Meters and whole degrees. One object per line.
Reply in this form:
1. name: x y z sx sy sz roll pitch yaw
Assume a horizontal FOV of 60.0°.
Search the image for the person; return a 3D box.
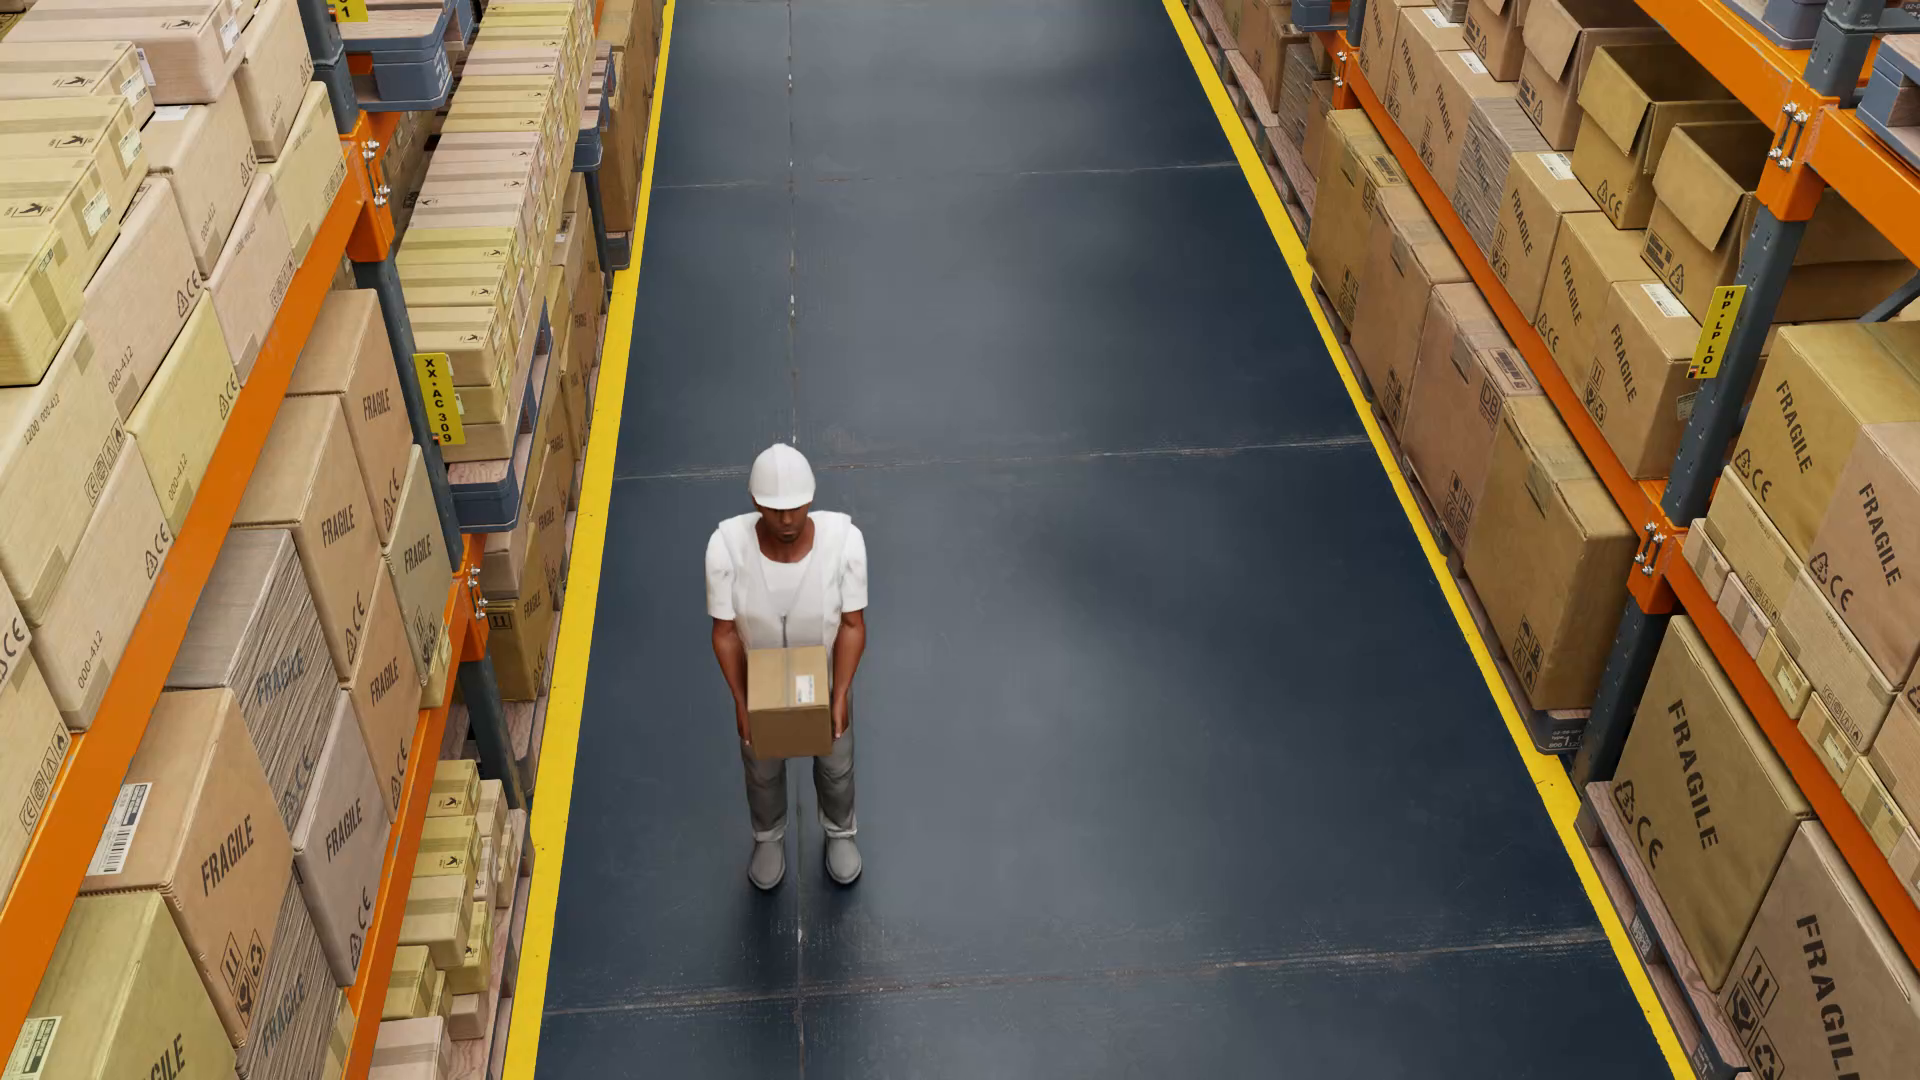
1. person: -0.549 0.503 5.510 0.542 1.770 0.551 -3 39 -4
